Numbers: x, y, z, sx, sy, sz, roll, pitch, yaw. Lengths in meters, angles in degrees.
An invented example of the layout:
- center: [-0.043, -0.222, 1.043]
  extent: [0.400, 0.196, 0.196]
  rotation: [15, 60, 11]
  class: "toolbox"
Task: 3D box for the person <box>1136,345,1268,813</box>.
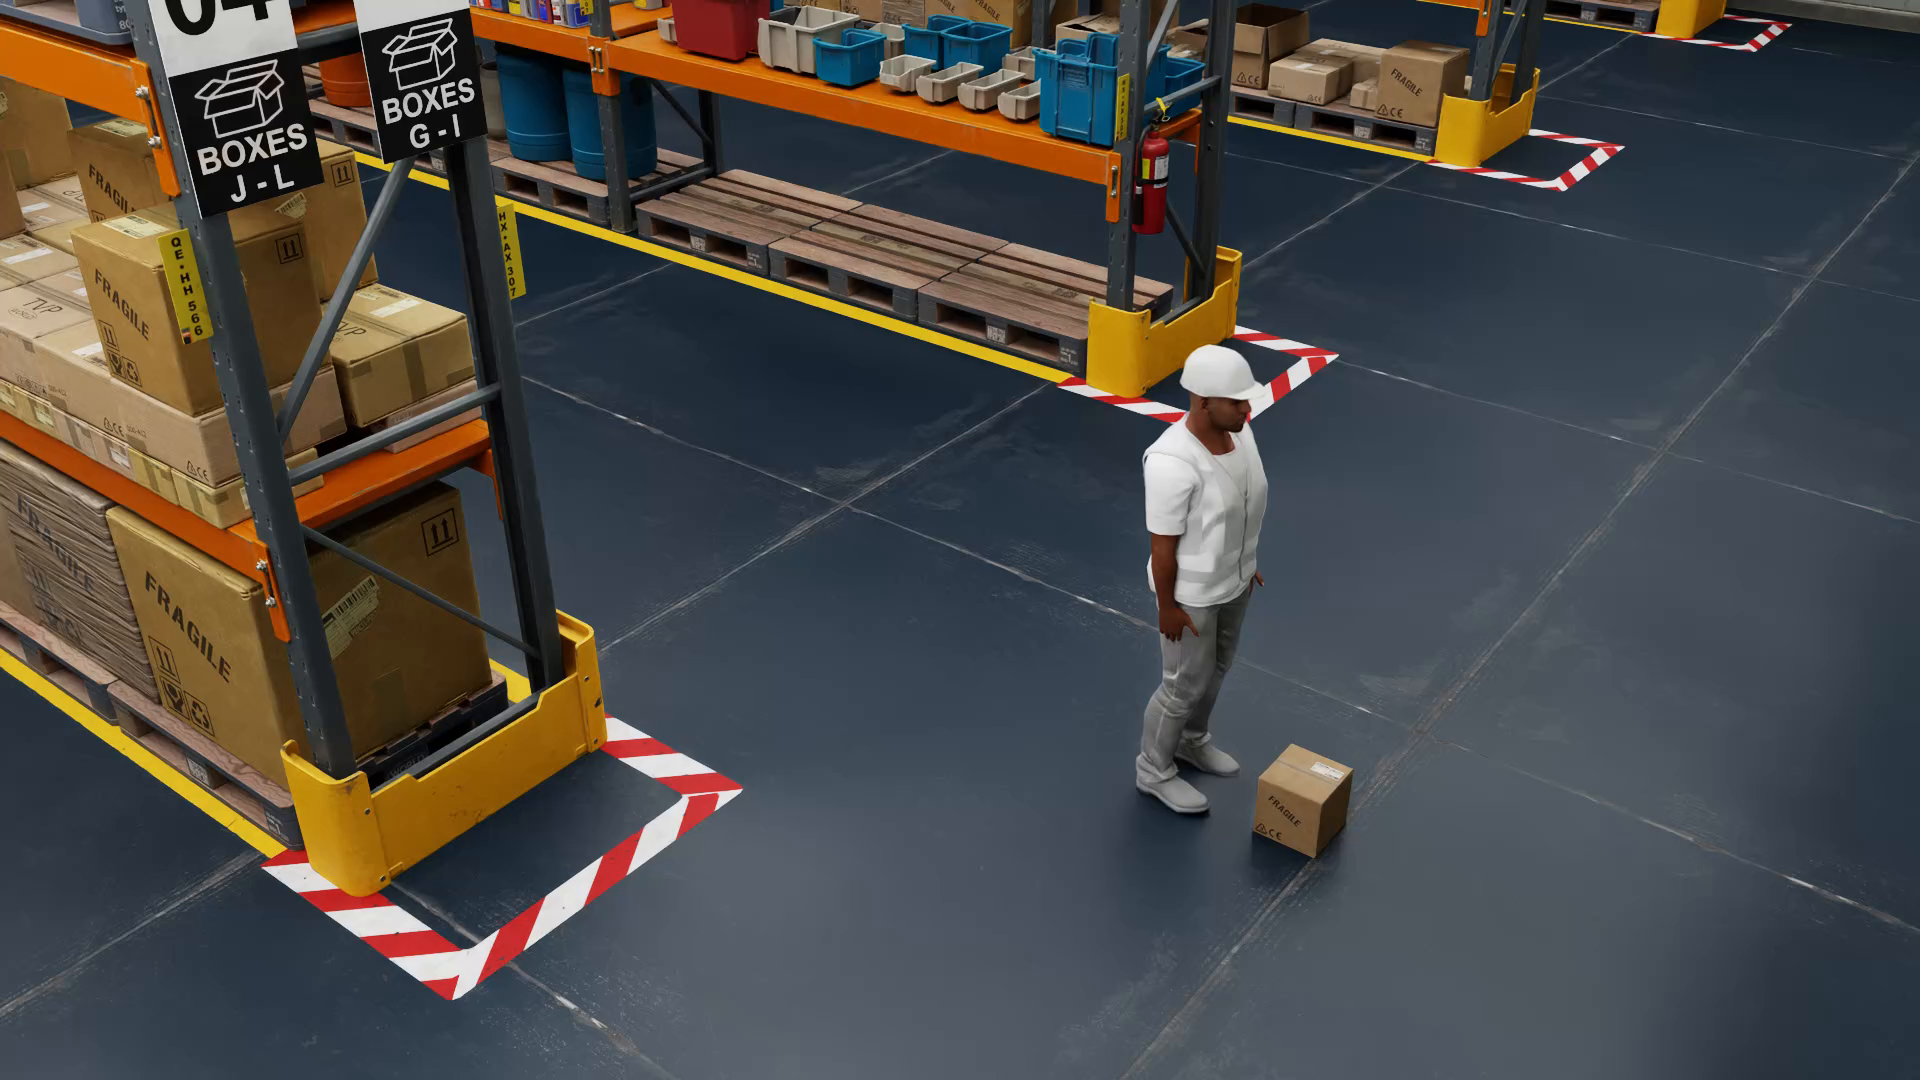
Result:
- center: [0.863, 0.144, 5.882]
  extent: [0.364, 1.776, 0.563]
  rotation: [22, 37, 32]
  class: "person"
